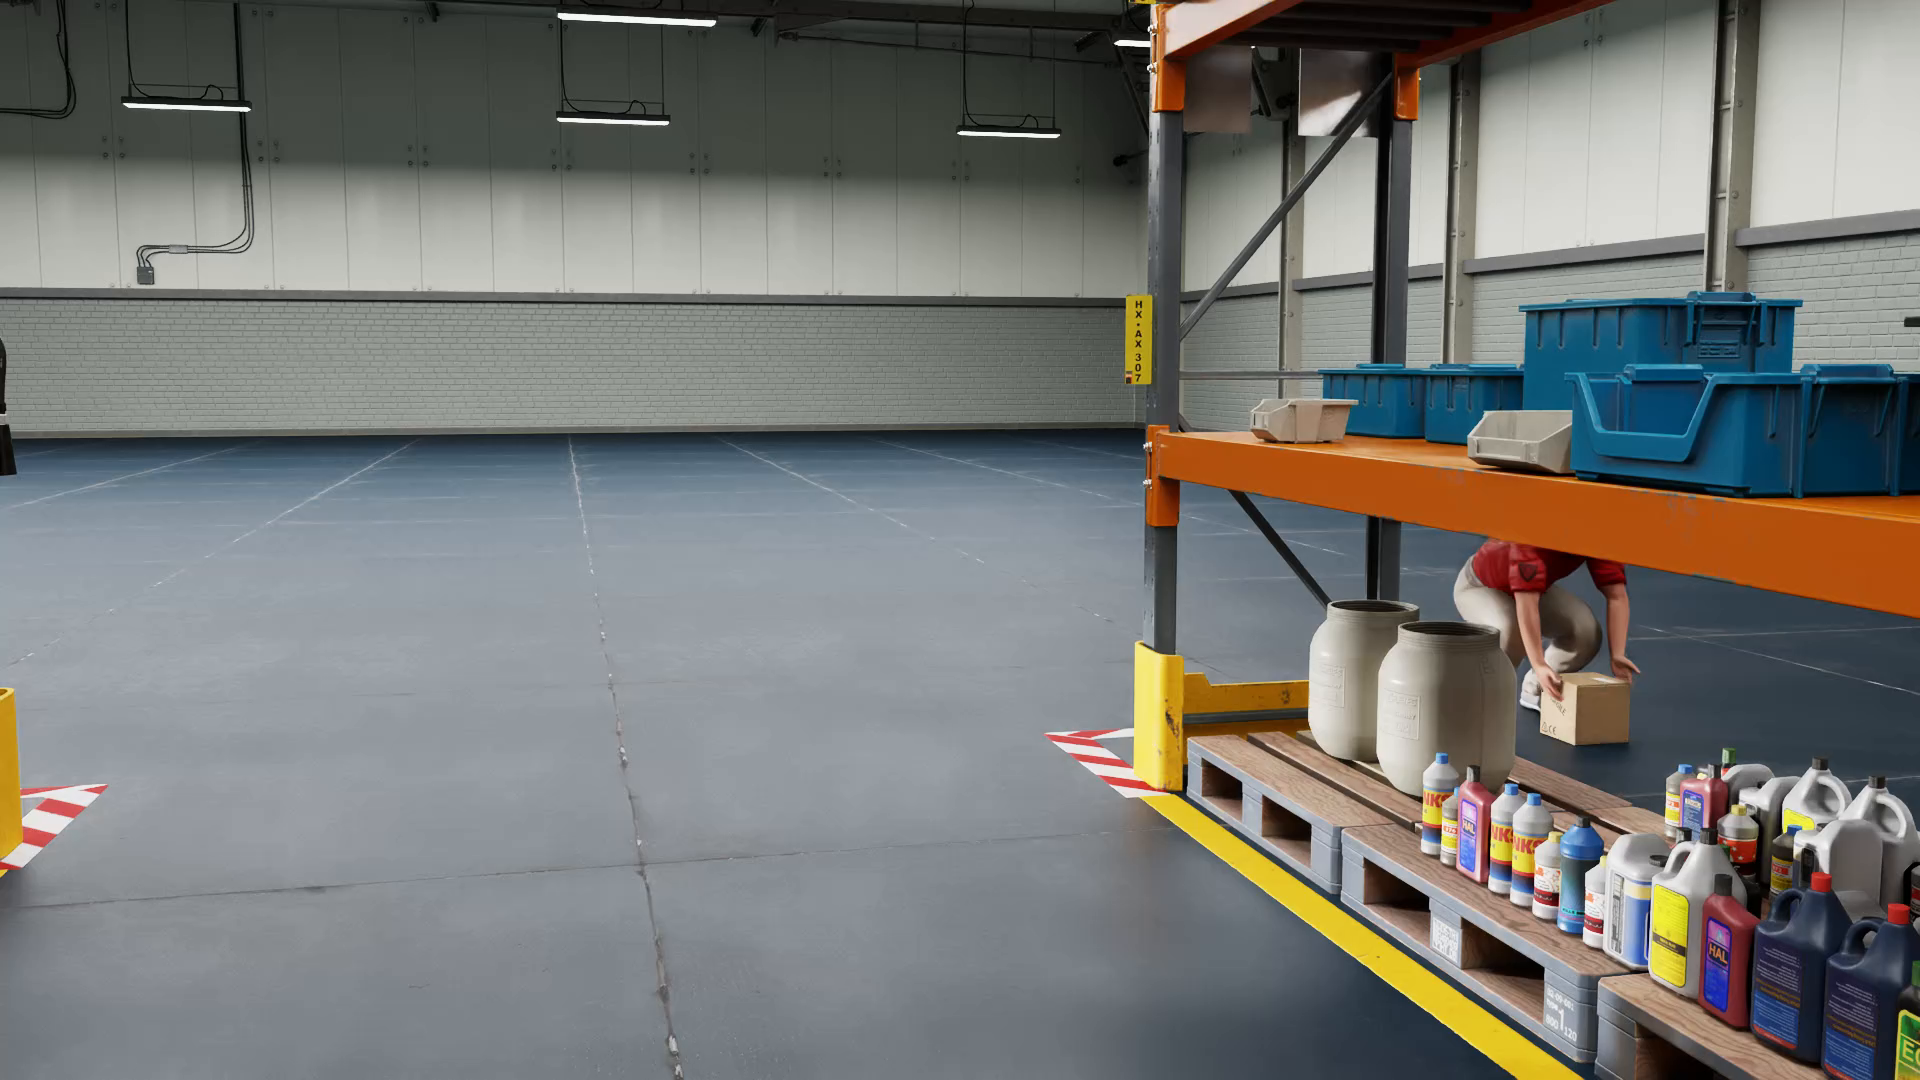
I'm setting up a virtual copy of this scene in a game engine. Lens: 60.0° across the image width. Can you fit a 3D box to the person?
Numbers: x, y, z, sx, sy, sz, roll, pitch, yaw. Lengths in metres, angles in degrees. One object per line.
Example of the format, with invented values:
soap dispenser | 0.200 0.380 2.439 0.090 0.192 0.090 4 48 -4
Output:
person | 2.548 0.291 7.250 0.570 1.002 0.865 -2 6 -14
